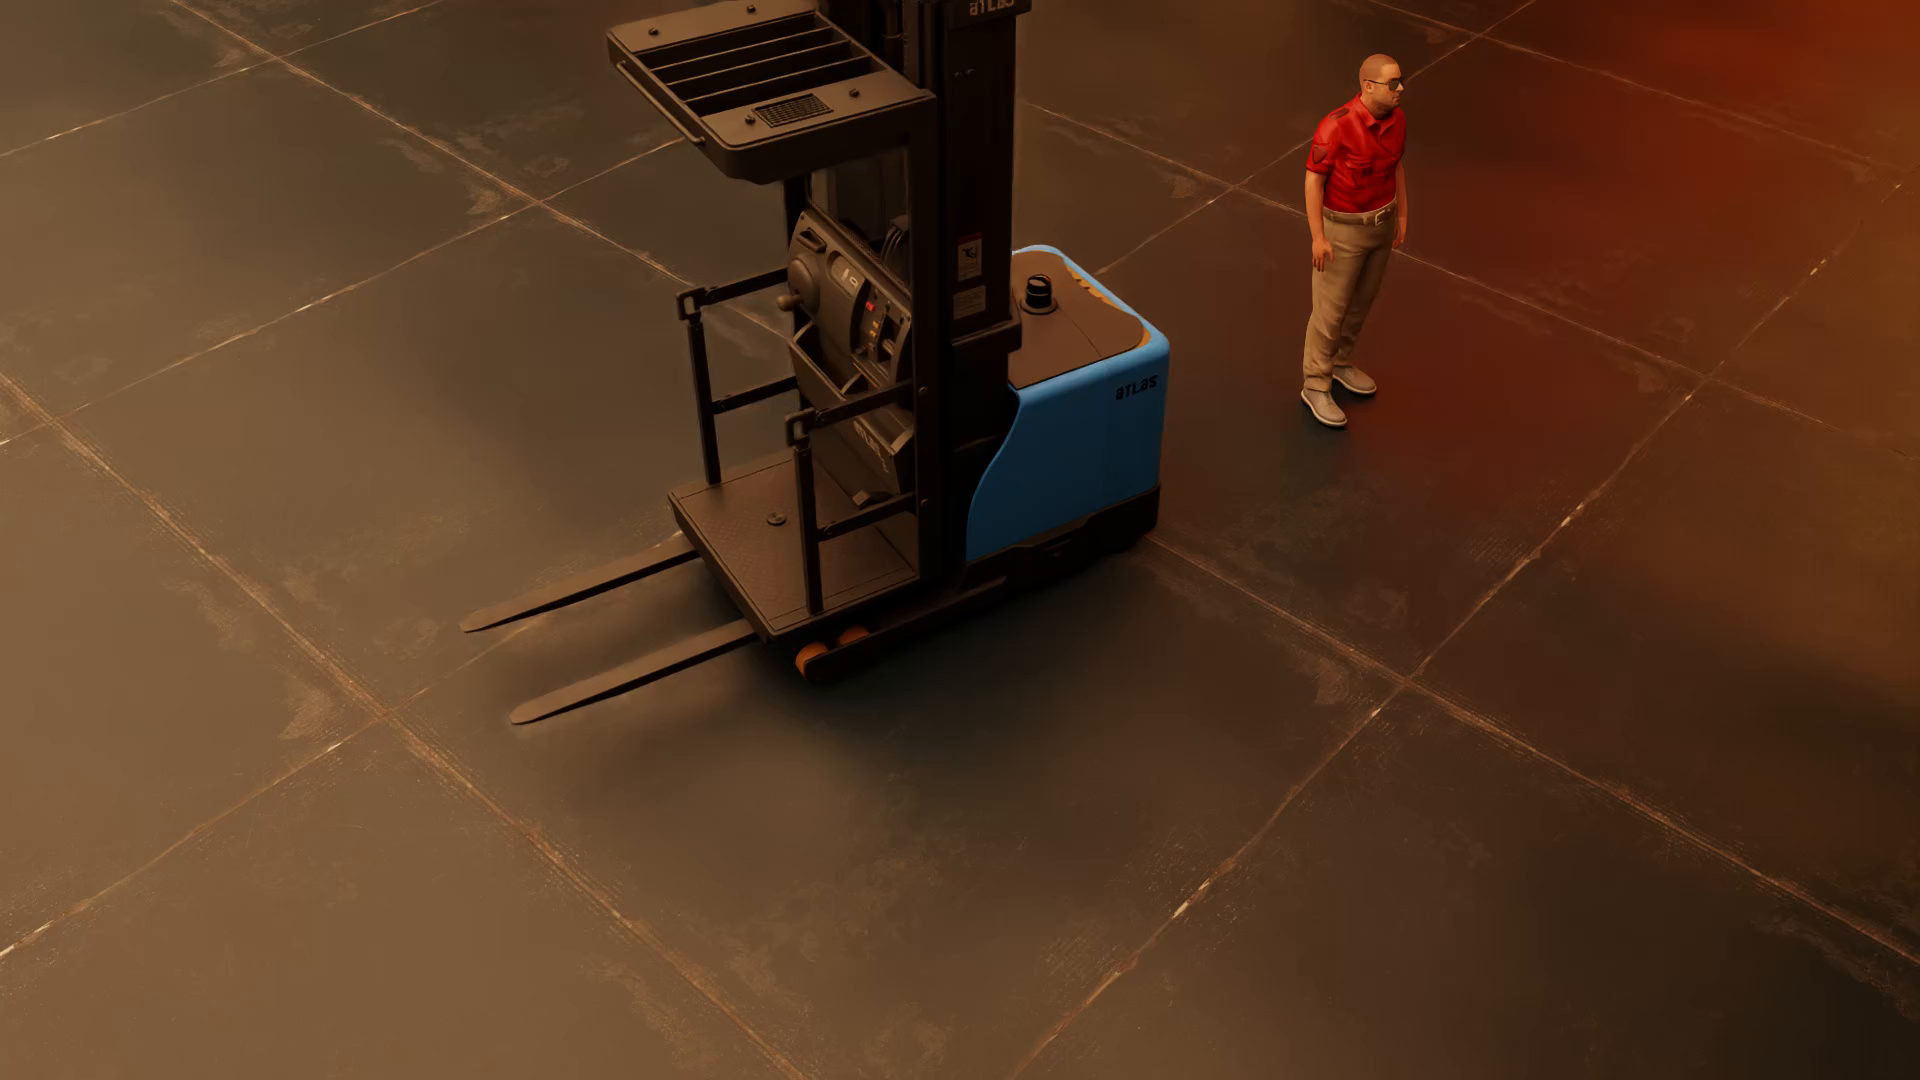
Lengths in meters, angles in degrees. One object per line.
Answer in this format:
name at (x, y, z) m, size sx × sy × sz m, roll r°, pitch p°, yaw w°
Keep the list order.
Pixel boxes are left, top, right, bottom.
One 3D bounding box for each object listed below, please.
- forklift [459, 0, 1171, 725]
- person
forklift at (-0.618, -0.915, 6.494) m, size 3.031 × 2.935 × 1.130 m, roll -21°, pitch 45°, yaw -23°
person at (1.972, -1.456, 8.038) m, size 0.638 × 1.727 × 0.552 m, roll -24°, pitch 46°, yaw -25°
